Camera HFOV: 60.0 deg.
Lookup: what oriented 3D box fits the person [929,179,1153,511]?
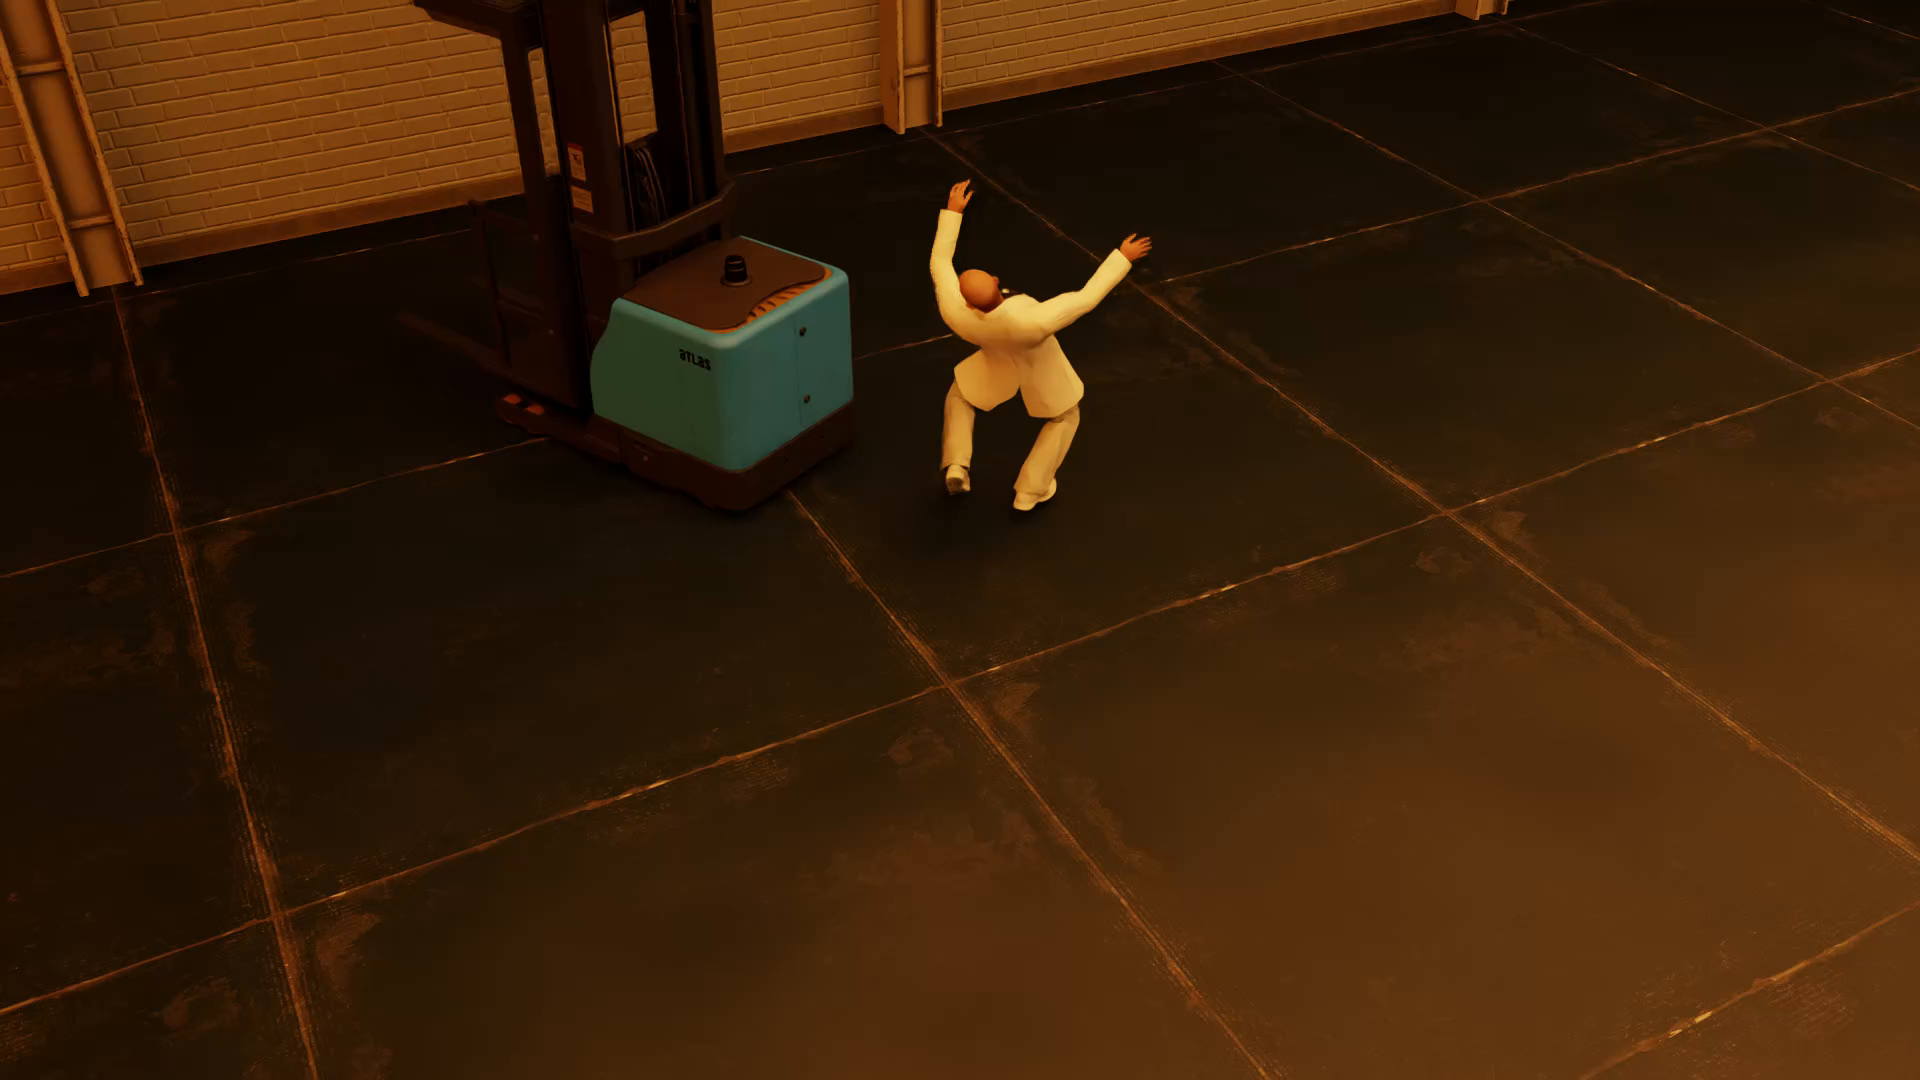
[{"bbox_3d":[0.377,-0.910,8.472,1.092,1.690,0.701,6,36,8],"label":"person"}]

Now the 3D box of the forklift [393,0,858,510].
[{"bbox_3d":[-2.067,-2.027,8.991,3.031,2.935,1.130,23,41,29],"label":"forklift"}]
